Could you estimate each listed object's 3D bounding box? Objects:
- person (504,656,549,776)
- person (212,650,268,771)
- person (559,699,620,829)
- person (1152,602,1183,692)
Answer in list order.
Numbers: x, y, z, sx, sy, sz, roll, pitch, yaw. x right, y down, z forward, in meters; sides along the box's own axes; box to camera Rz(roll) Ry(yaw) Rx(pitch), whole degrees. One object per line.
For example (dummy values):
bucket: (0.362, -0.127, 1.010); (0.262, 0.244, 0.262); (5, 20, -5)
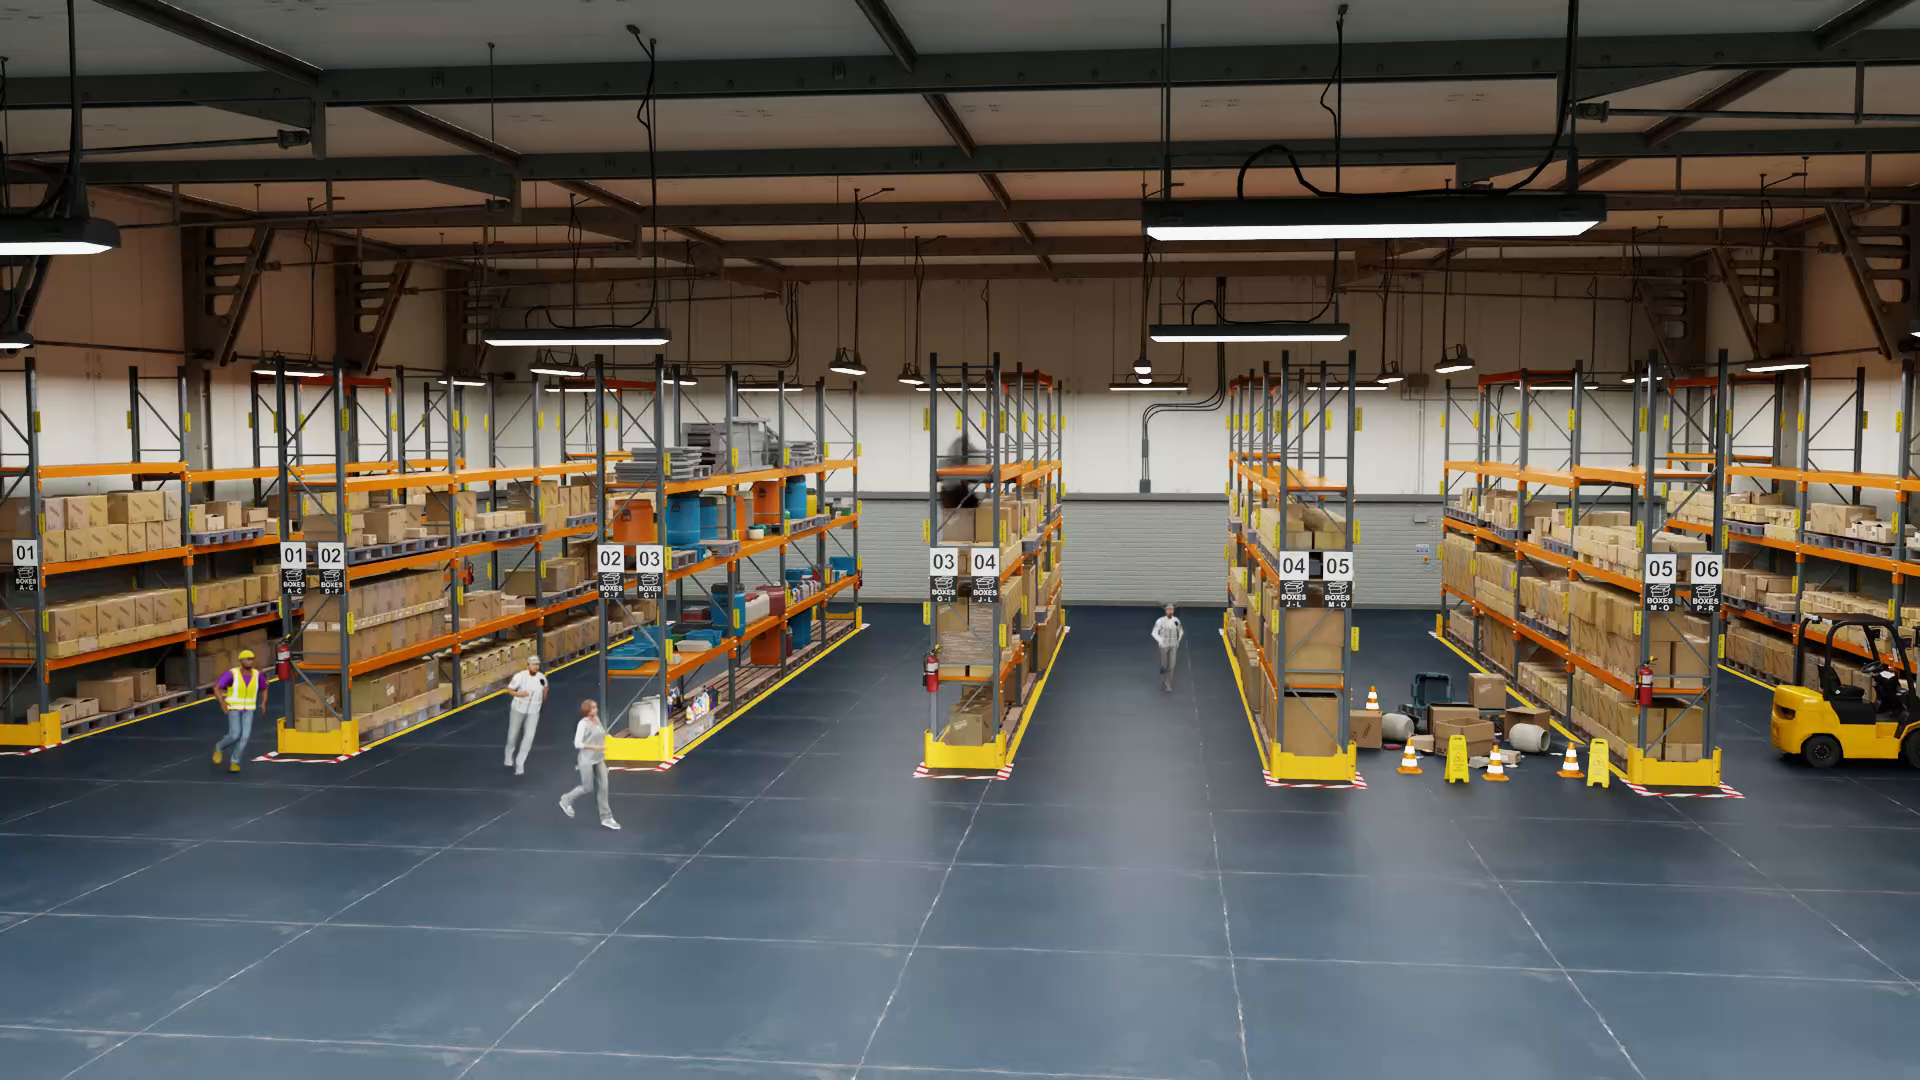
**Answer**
person: (-6.230, 2.496, 23.946); (0.629, 1.676, 0.824); (-2, 4, -21)
person: (-10.404, 2.446, 24.114); (0.594, 1.712, 0.751); (4, 6, 44)
person: (-4.555, 2.746, 20.506); (0.841, 1.593, 0.540); (2, 4, 26)
person: (3.883, 1.980, 31.016); (0.605, 1.652, 0.700); (0, 4, -7)
